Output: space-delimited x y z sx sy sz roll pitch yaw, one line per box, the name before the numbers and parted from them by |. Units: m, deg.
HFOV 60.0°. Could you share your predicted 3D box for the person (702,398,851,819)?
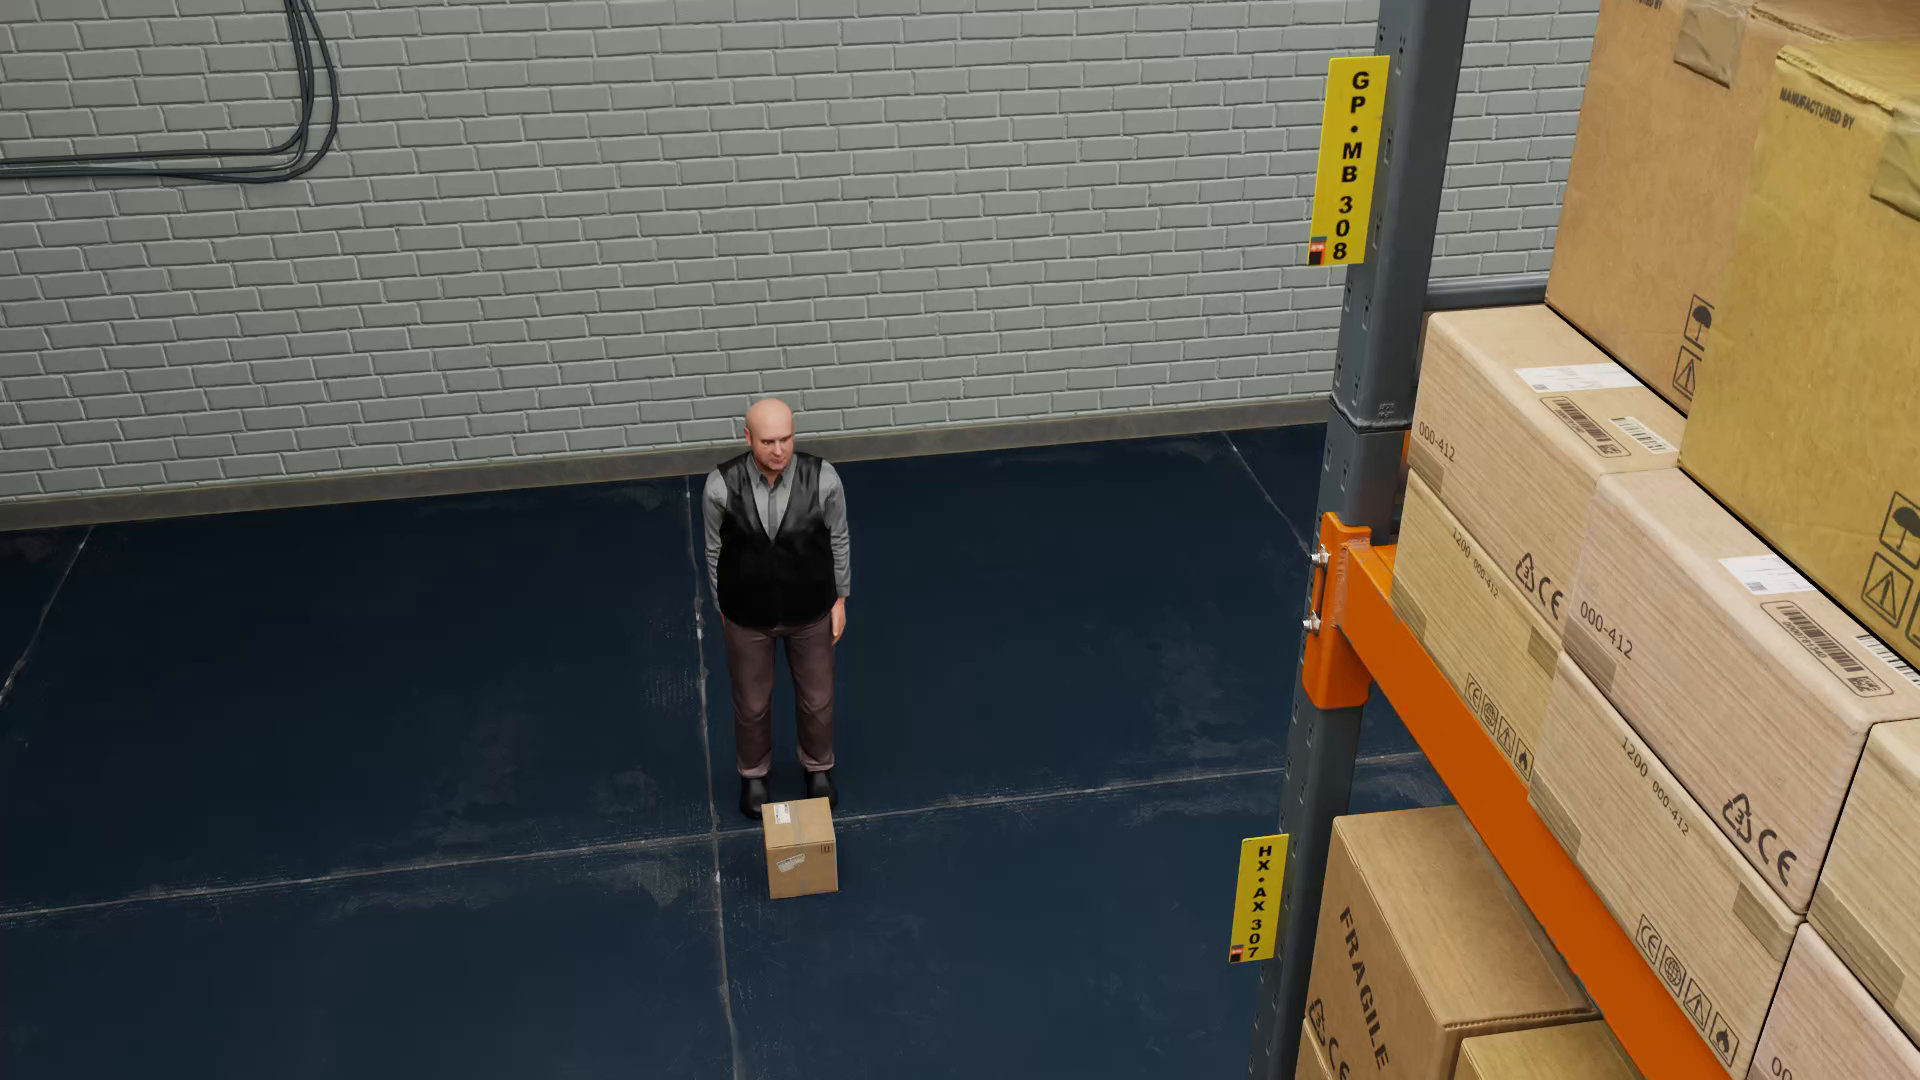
person | -0.662 0.309 6.235 0.532 1.617 0.360 -5 31 -8
